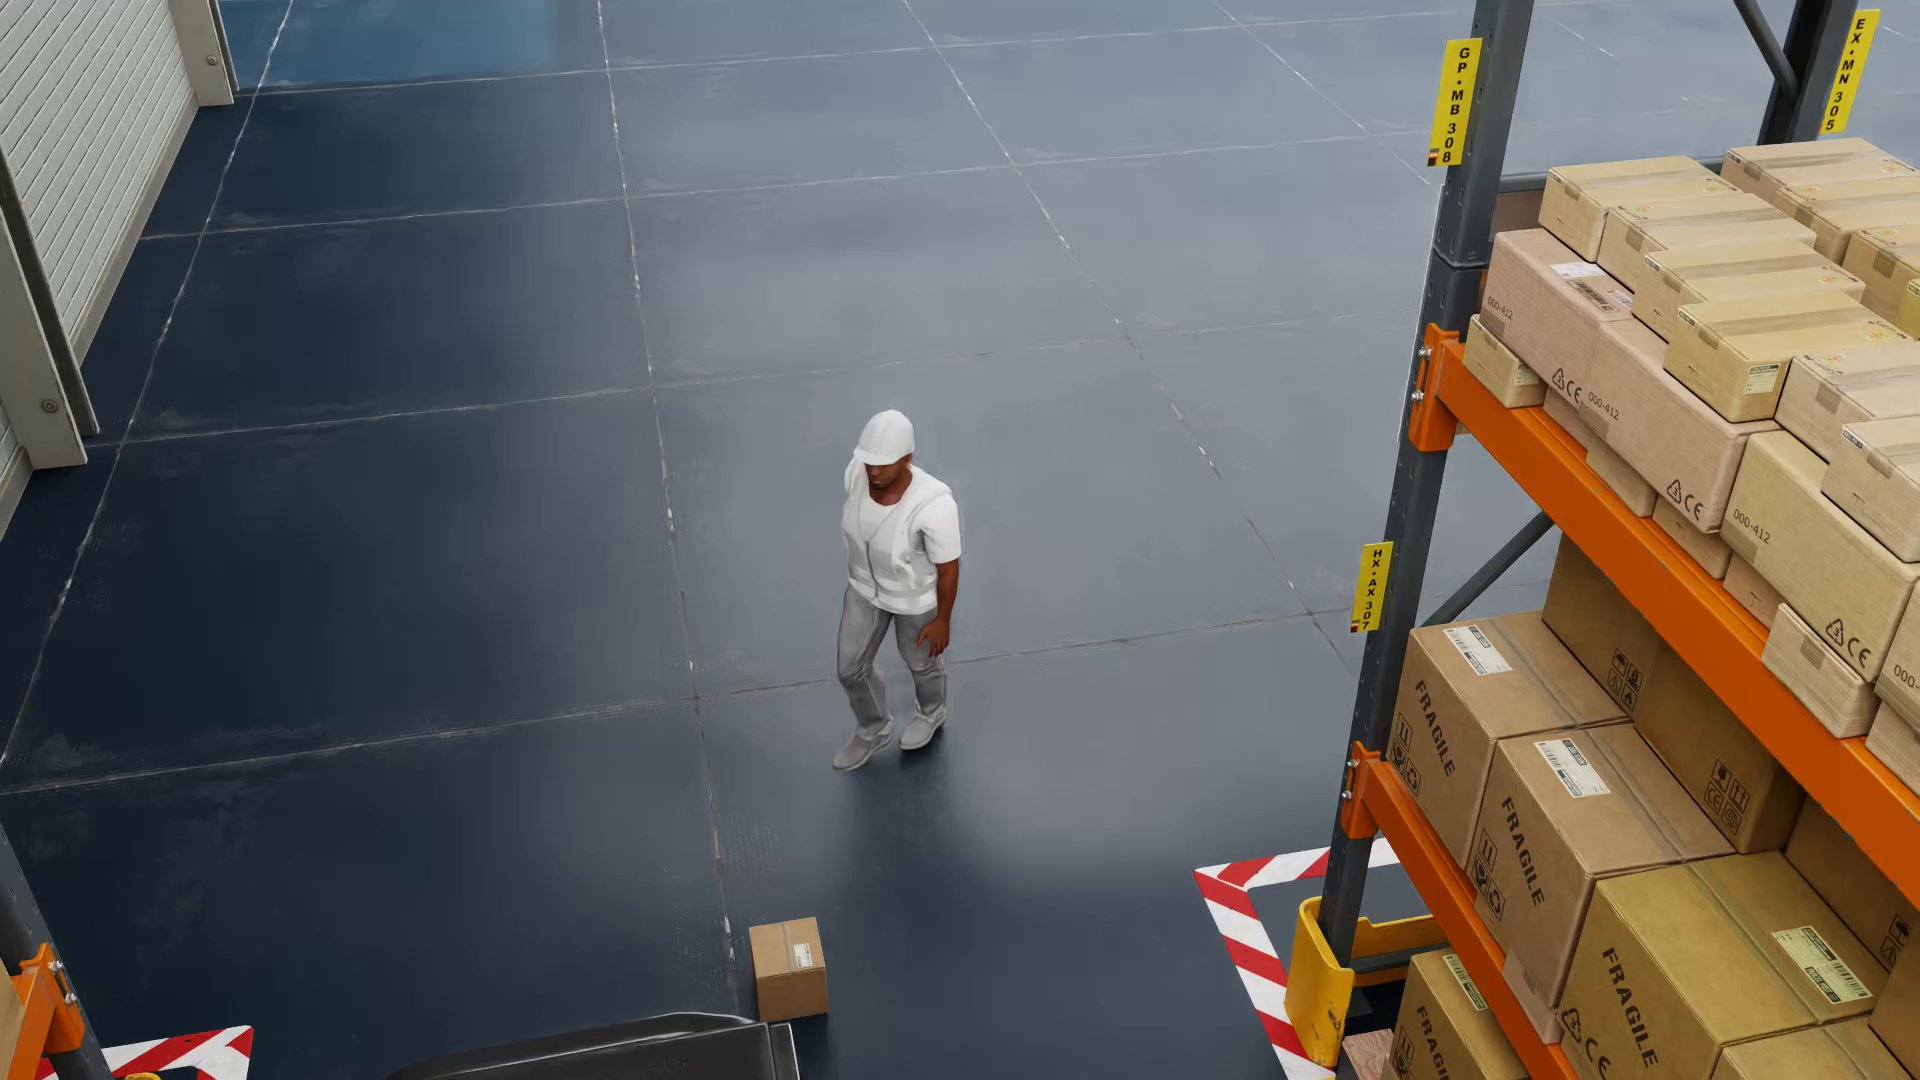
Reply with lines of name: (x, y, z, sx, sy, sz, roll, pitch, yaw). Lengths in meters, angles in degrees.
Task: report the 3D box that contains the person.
person: (-0.234, 0.211, 6.819, 0.606, 1.783, 0.564, 19, 38, 26)
